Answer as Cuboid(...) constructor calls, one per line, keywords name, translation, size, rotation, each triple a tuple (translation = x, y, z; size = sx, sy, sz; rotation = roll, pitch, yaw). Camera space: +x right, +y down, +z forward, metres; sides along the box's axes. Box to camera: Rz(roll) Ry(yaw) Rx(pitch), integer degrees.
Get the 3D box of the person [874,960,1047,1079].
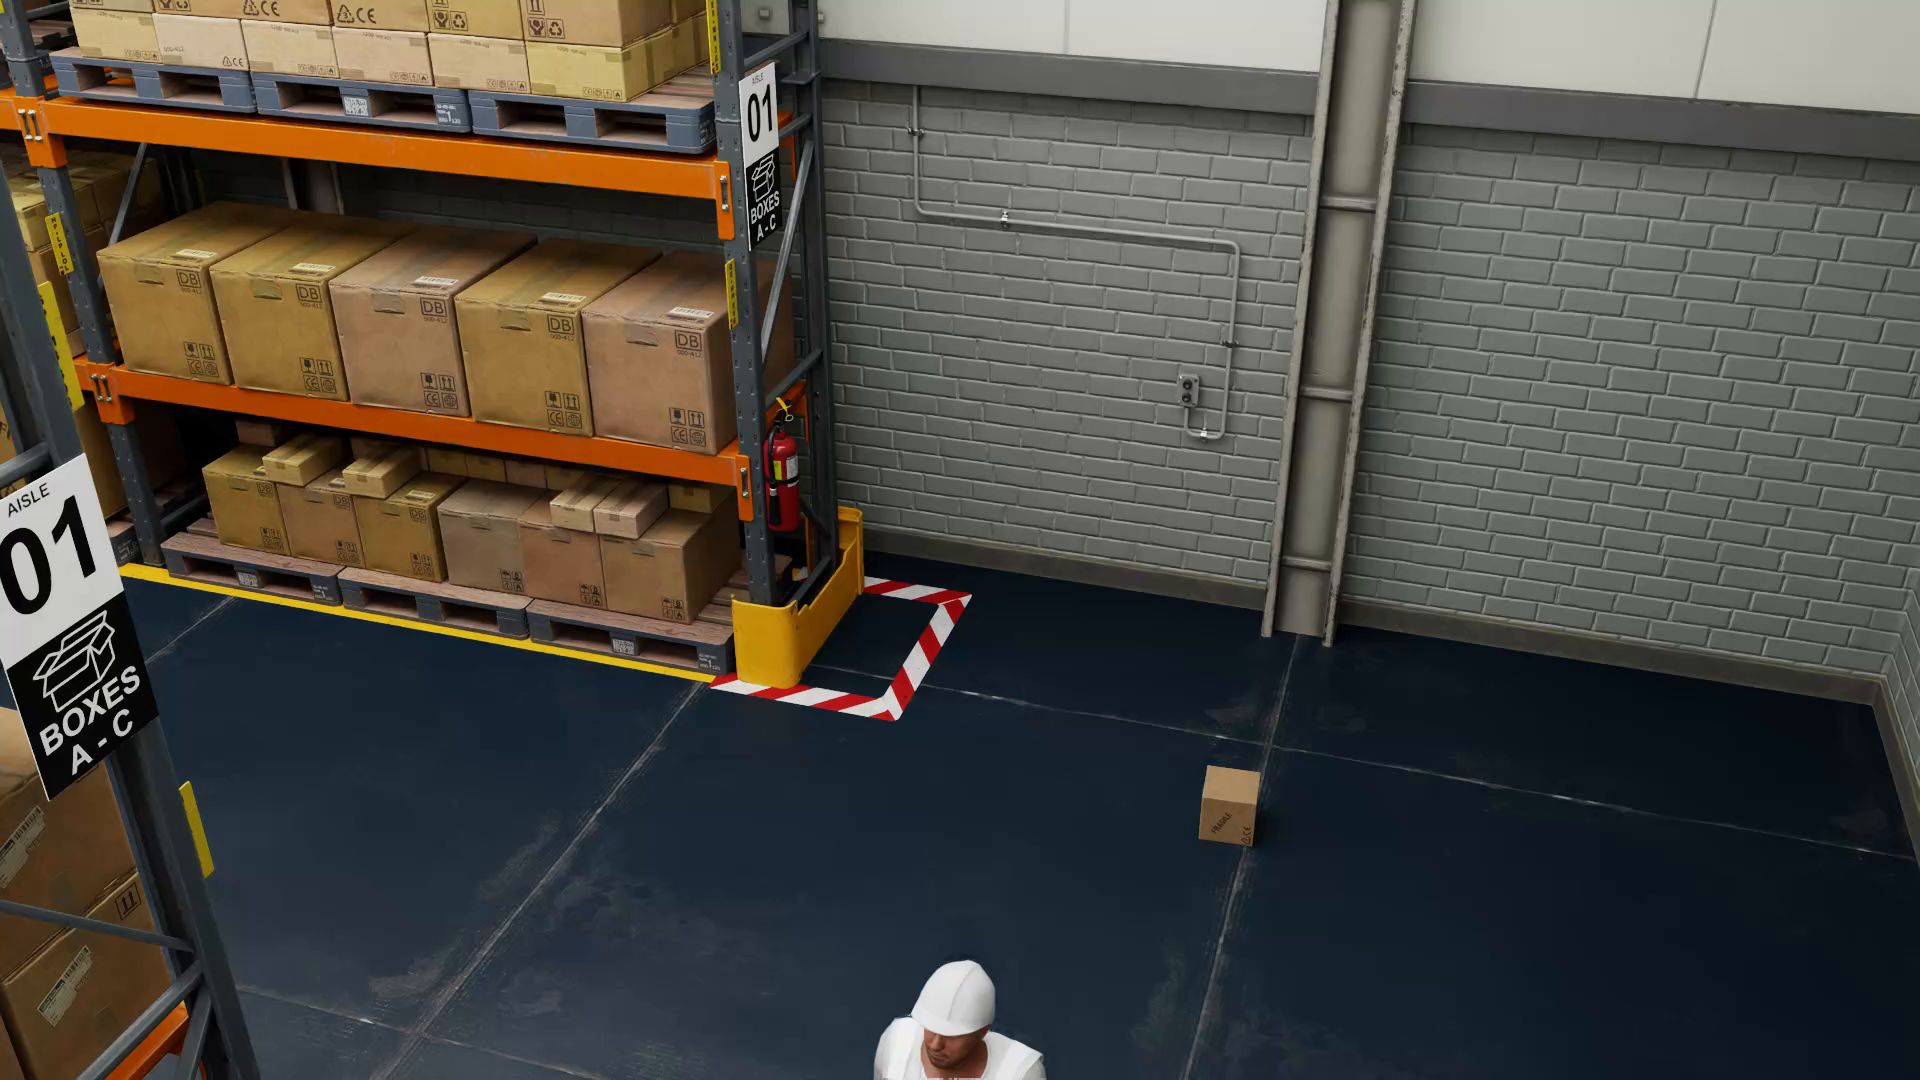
Cuboid(name="person", translation=(-0.036, 2.022, 4.846), size=(0.550, 1.813, 0.773), rotation=(7, 30, 13))
